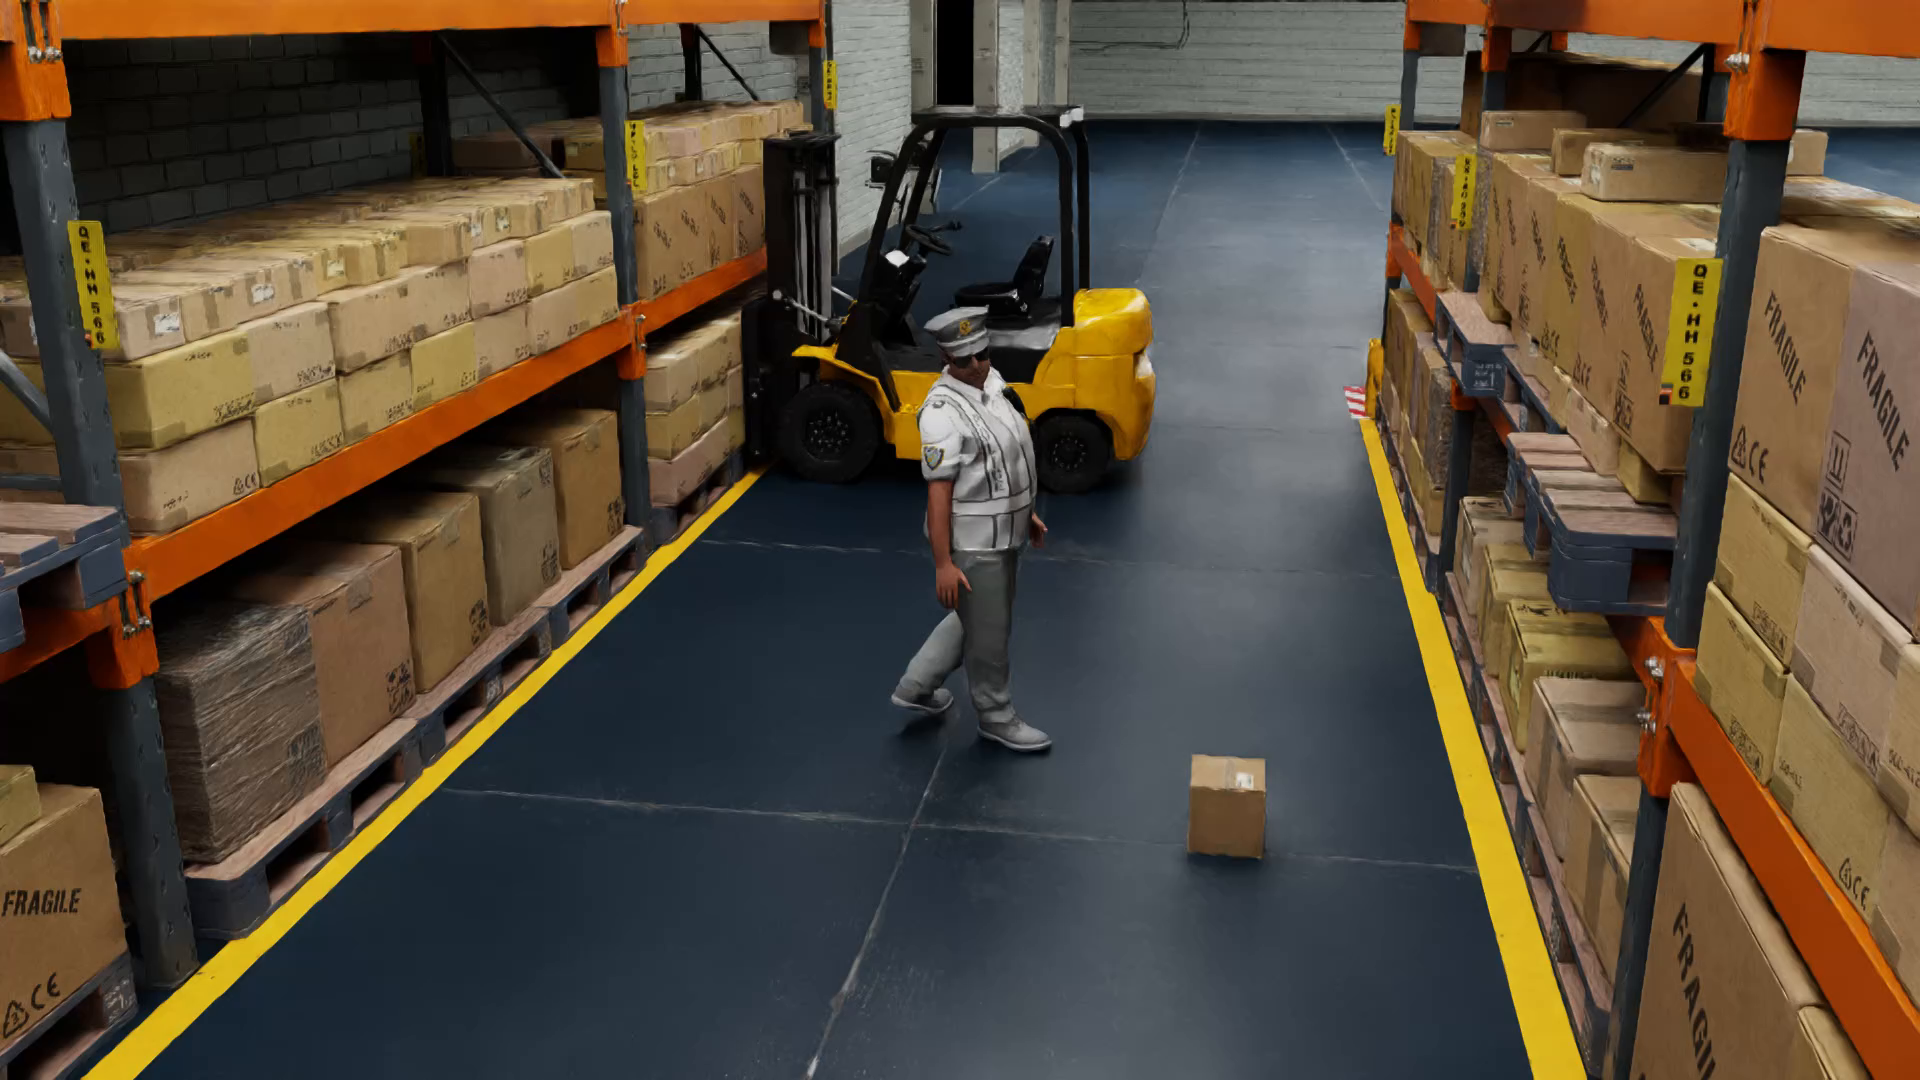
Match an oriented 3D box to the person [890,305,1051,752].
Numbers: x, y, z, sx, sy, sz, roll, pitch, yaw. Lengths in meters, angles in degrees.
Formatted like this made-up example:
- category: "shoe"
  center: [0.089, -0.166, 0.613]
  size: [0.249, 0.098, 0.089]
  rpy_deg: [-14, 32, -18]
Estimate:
- category: "person"
  center: [0.030, -0.023, 6.160]
  size: [0.640, 1.706, 0.587]
  rpy_deg: [5, 18, 14]
